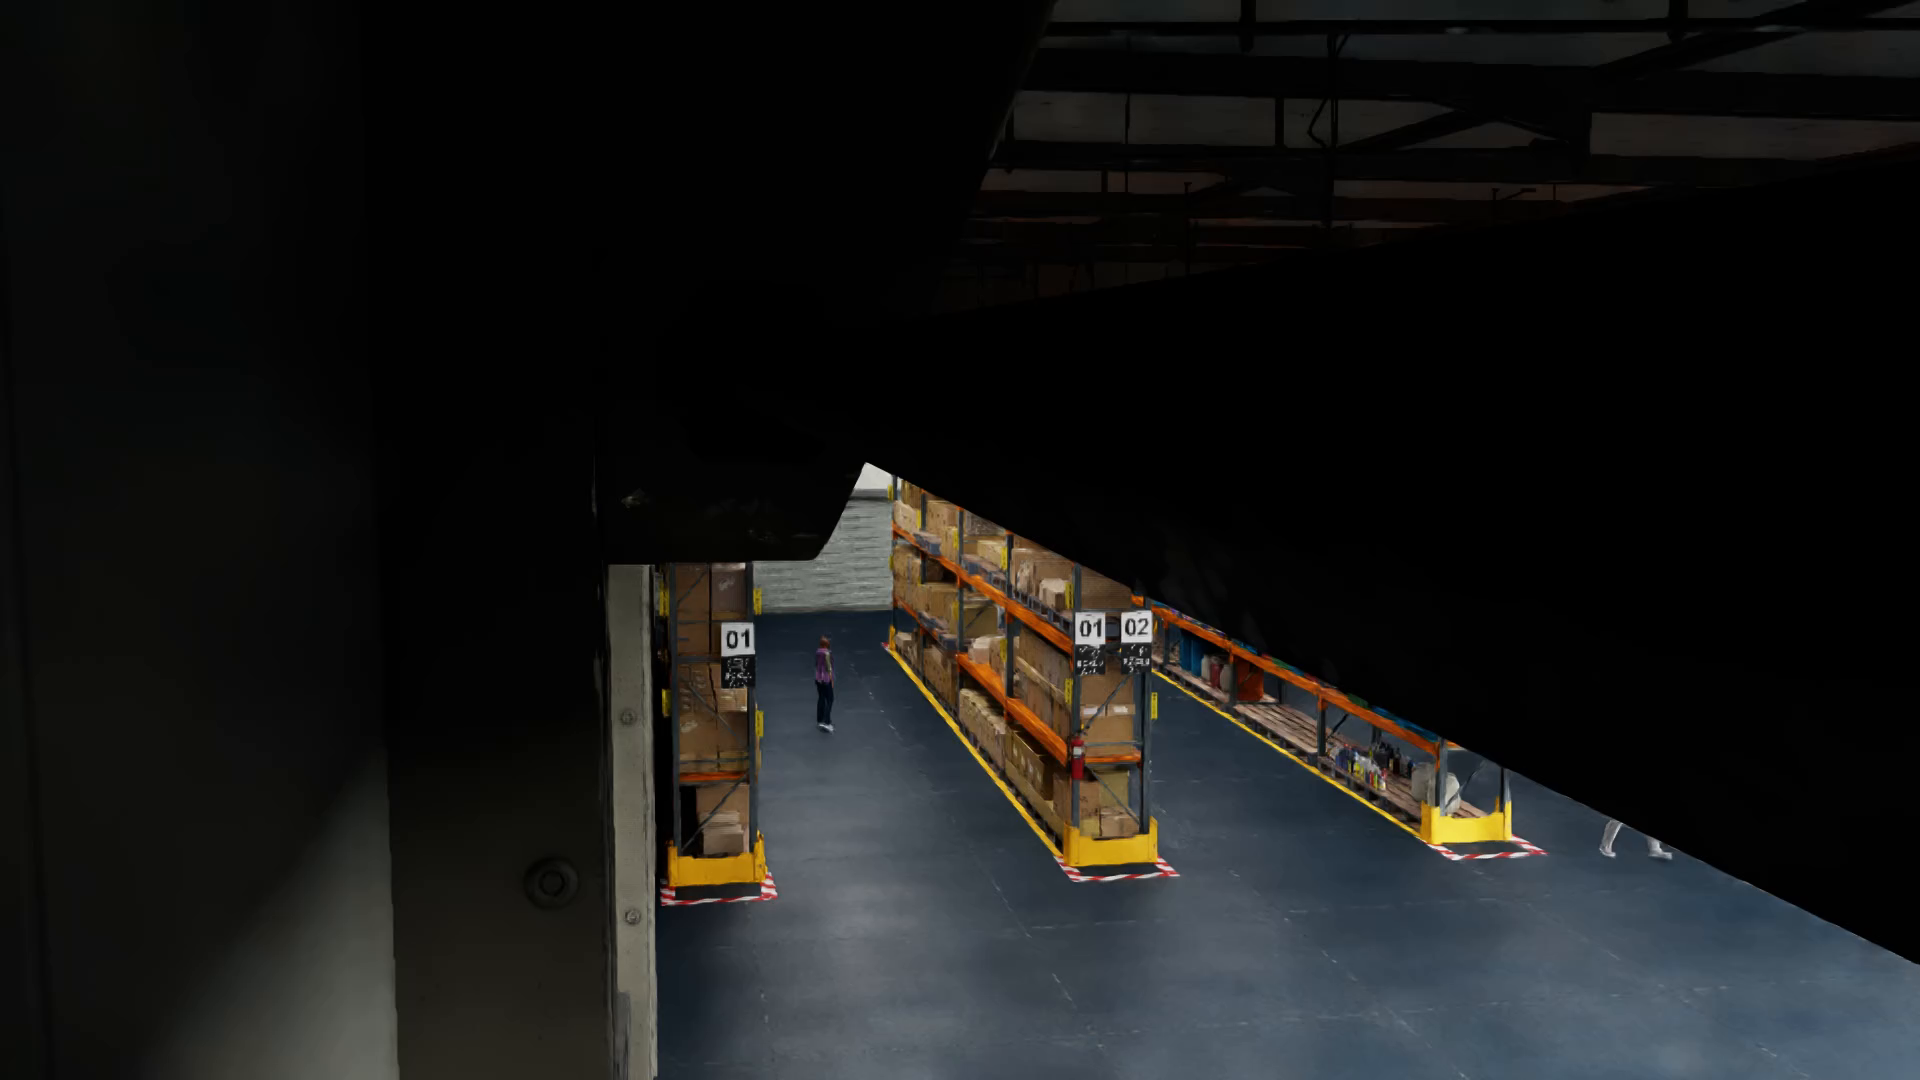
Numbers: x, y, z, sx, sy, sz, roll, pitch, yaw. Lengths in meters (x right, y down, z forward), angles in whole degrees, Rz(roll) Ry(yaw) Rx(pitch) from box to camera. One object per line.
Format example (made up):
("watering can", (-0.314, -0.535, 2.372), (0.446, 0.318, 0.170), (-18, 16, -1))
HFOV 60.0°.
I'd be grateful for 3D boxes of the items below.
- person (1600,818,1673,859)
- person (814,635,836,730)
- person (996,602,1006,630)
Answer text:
("person", (8.582, 3.246, 21.125), (0.614, 1.611, 0.765), (-4, 7, -31))
("person", (-2.319, 2.460, 28.689), (0.346, 1.630, 0.474), (-5, 8, -38))
("person", (0.959, 1.536, 36.966), (0.639, 1.628, 0.498), (-1, 6, -13))
